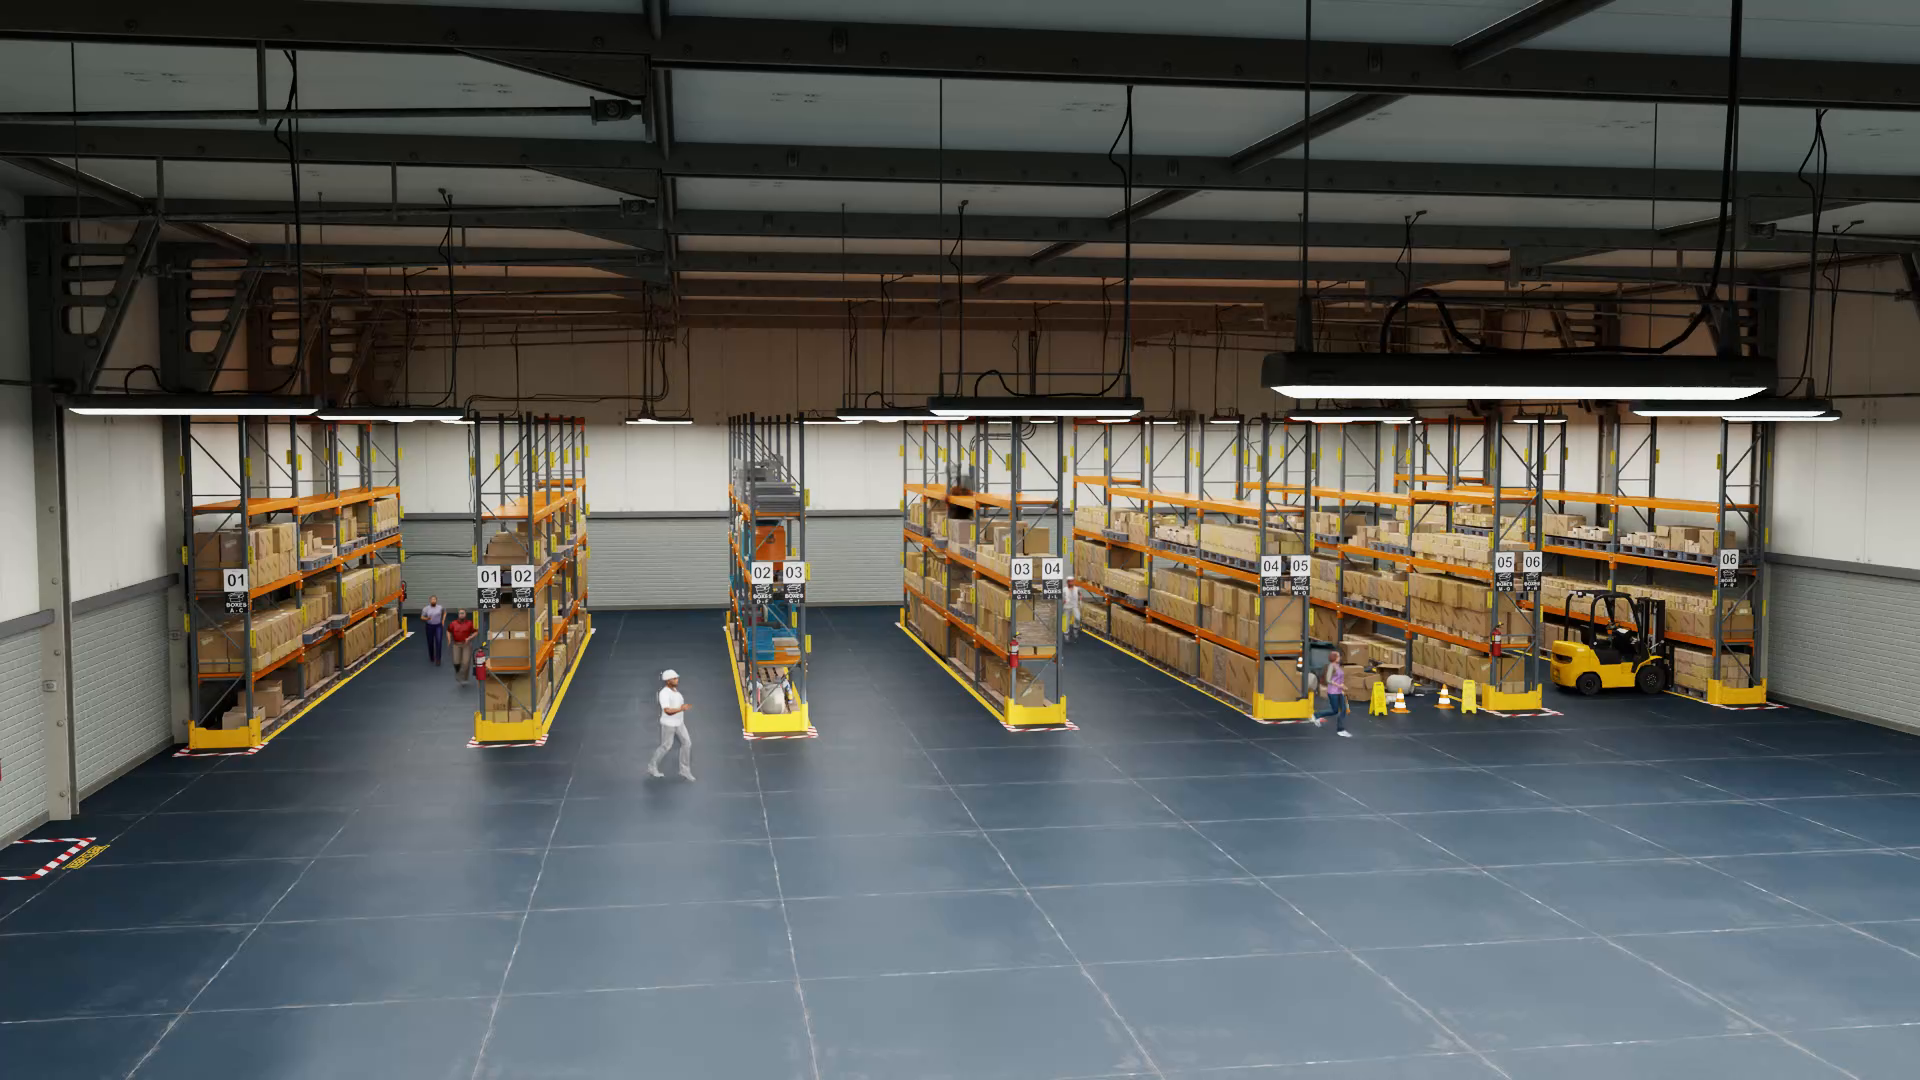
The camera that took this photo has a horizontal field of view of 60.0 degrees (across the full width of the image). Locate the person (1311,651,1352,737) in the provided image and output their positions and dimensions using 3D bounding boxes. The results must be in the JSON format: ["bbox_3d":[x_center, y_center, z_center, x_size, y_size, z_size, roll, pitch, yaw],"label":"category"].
[{"bbox_3d":[6.914,2.843,30.849,0.779,1.585,0.537,3,5,34],"label":"person"}]

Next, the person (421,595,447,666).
[{"bbox_3d":[-12.642,2.152,39.956,0.602,1.645,0.913,-1,4,-18],"label":"person"}]

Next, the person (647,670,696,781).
[{"bbox_3d":[-4.674,3.006,26.881,0.791,1.823,0.676,1,4,15],"label":"person"}]

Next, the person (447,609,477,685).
[{"bbox_3d":[-11.037,2.378,36.839,0.665,1.685,0.593,-1,4,-13],"label":"person"}]

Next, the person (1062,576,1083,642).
[{"bbox_3d":[2.926,1.828,43.707,0.628,1.763,0.775,0,4,-2],"label":"person"}]
